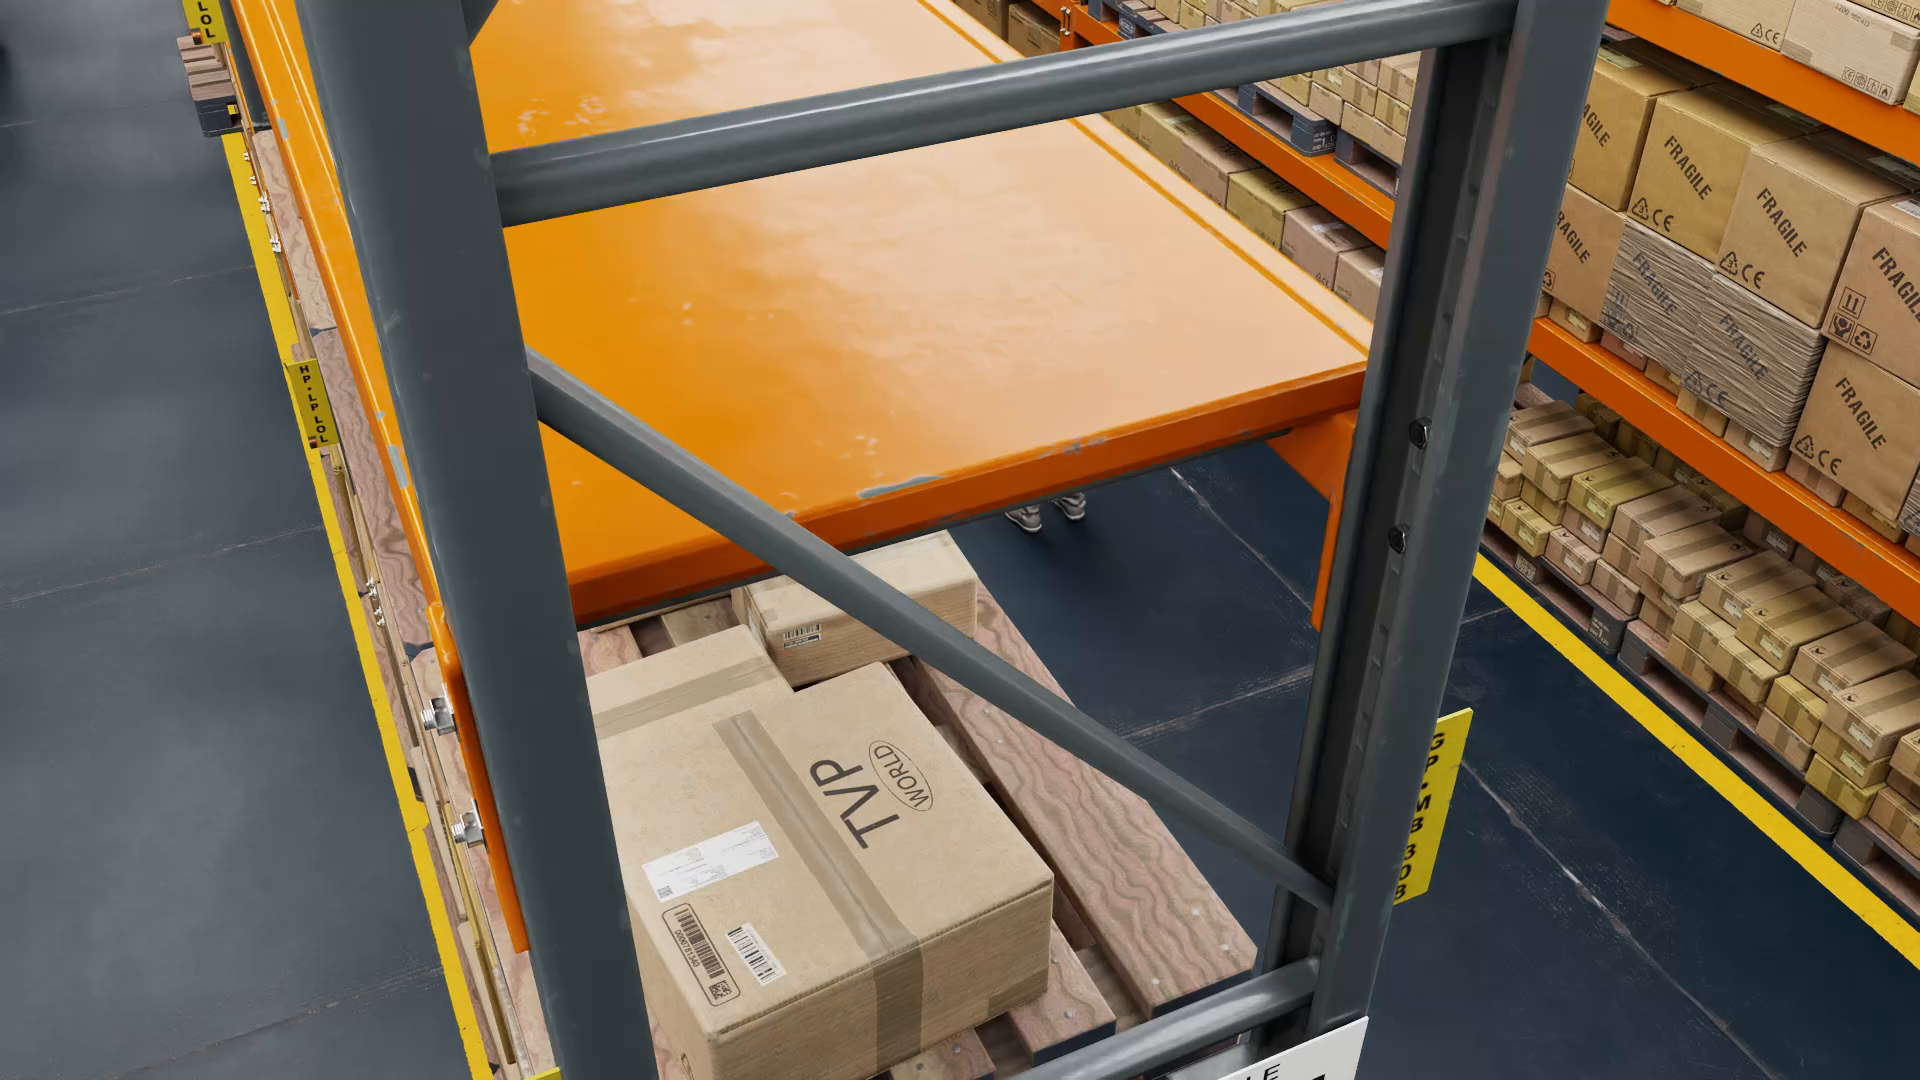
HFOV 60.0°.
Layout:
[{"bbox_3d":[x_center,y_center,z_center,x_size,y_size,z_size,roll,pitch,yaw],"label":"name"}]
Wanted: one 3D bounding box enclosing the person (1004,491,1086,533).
[{"bbox_3d":[0.396,-0.823,7.900,0.489,1.691,0.489,-16,40,-20],"label":"person"}]
